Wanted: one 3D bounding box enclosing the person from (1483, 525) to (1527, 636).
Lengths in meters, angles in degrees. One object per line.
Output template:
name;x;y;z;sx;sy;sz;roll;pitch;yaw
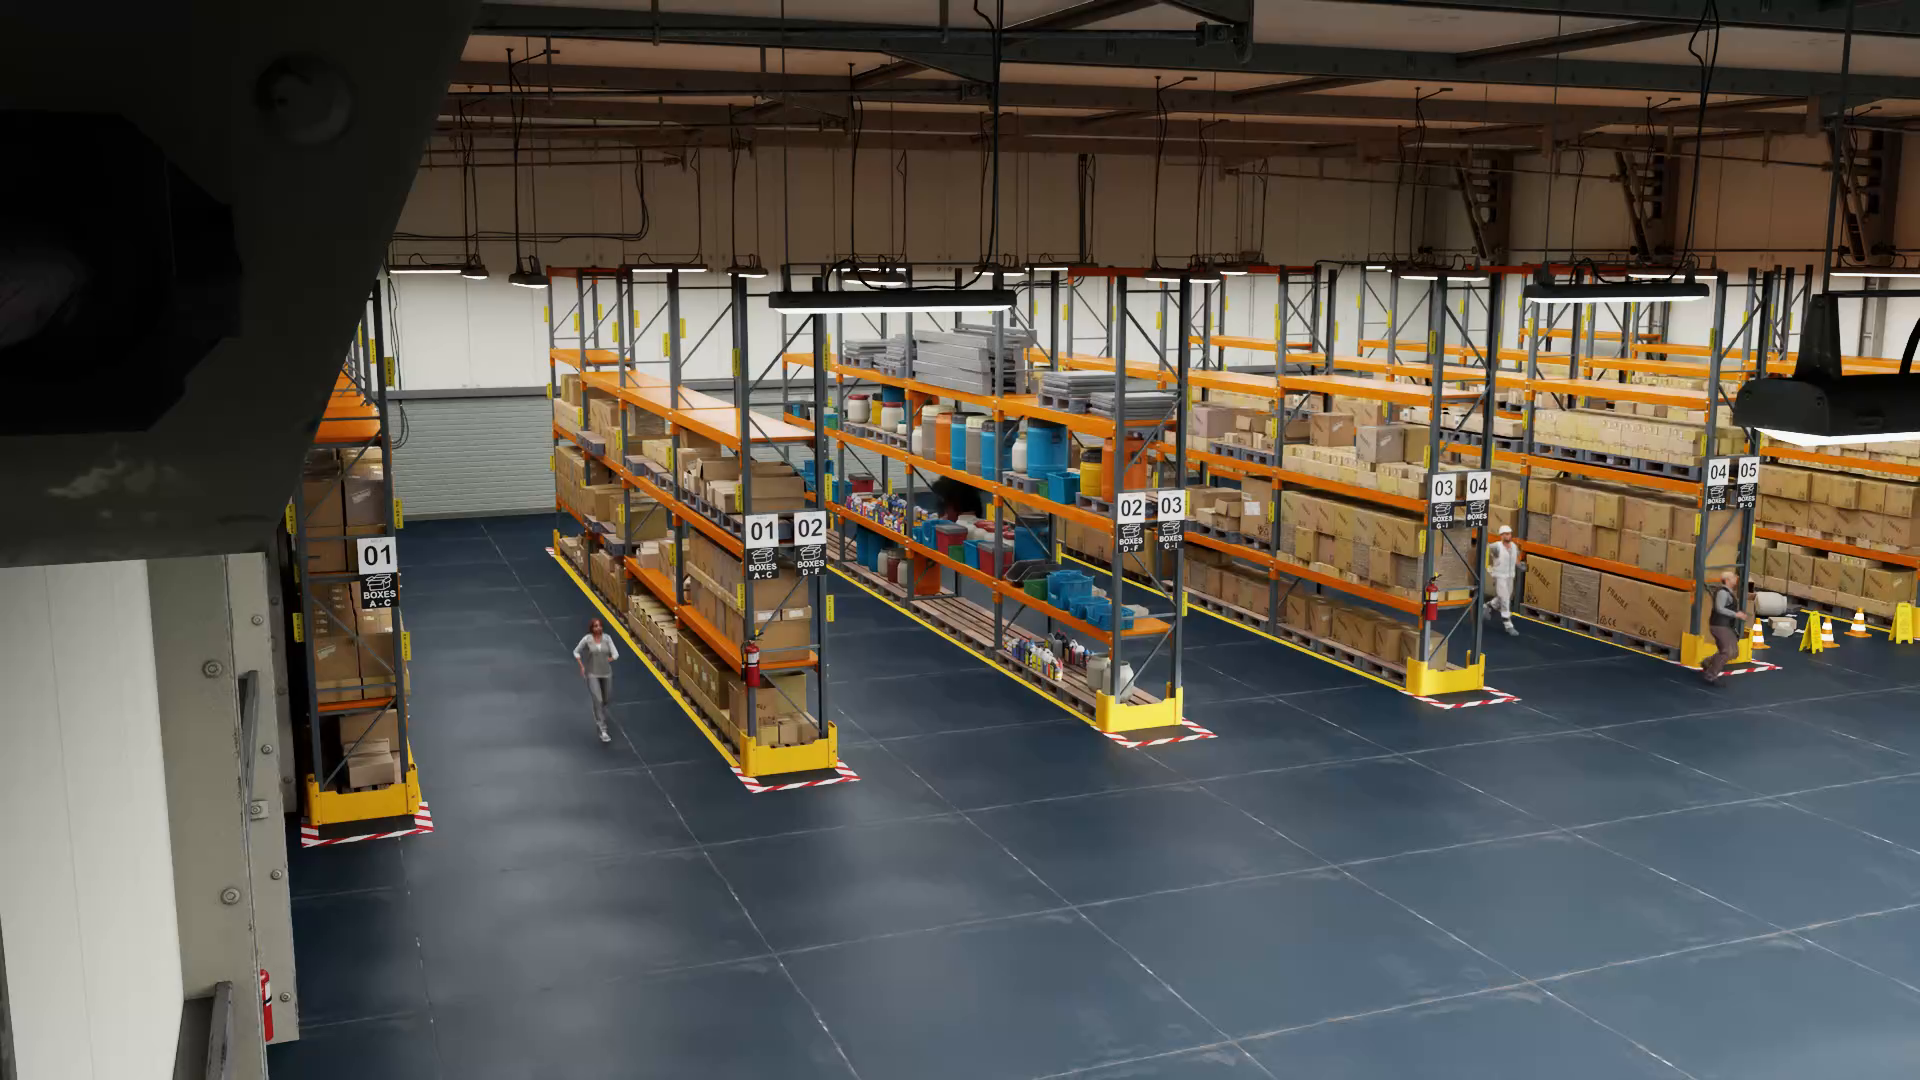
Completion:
person;9.068;0.639;27.808;0.656;1.792;0.983;-4;11;-23

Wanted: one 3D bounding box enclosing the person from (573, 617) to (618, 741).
person;-4.742;1.781;21.783;0.543;1.575;0.866;-5;11;-29

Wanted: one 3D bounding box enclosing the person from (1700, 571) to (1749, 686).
person;11.280;1.289;24.467;0.576;1.670;0.679;5;11;28
